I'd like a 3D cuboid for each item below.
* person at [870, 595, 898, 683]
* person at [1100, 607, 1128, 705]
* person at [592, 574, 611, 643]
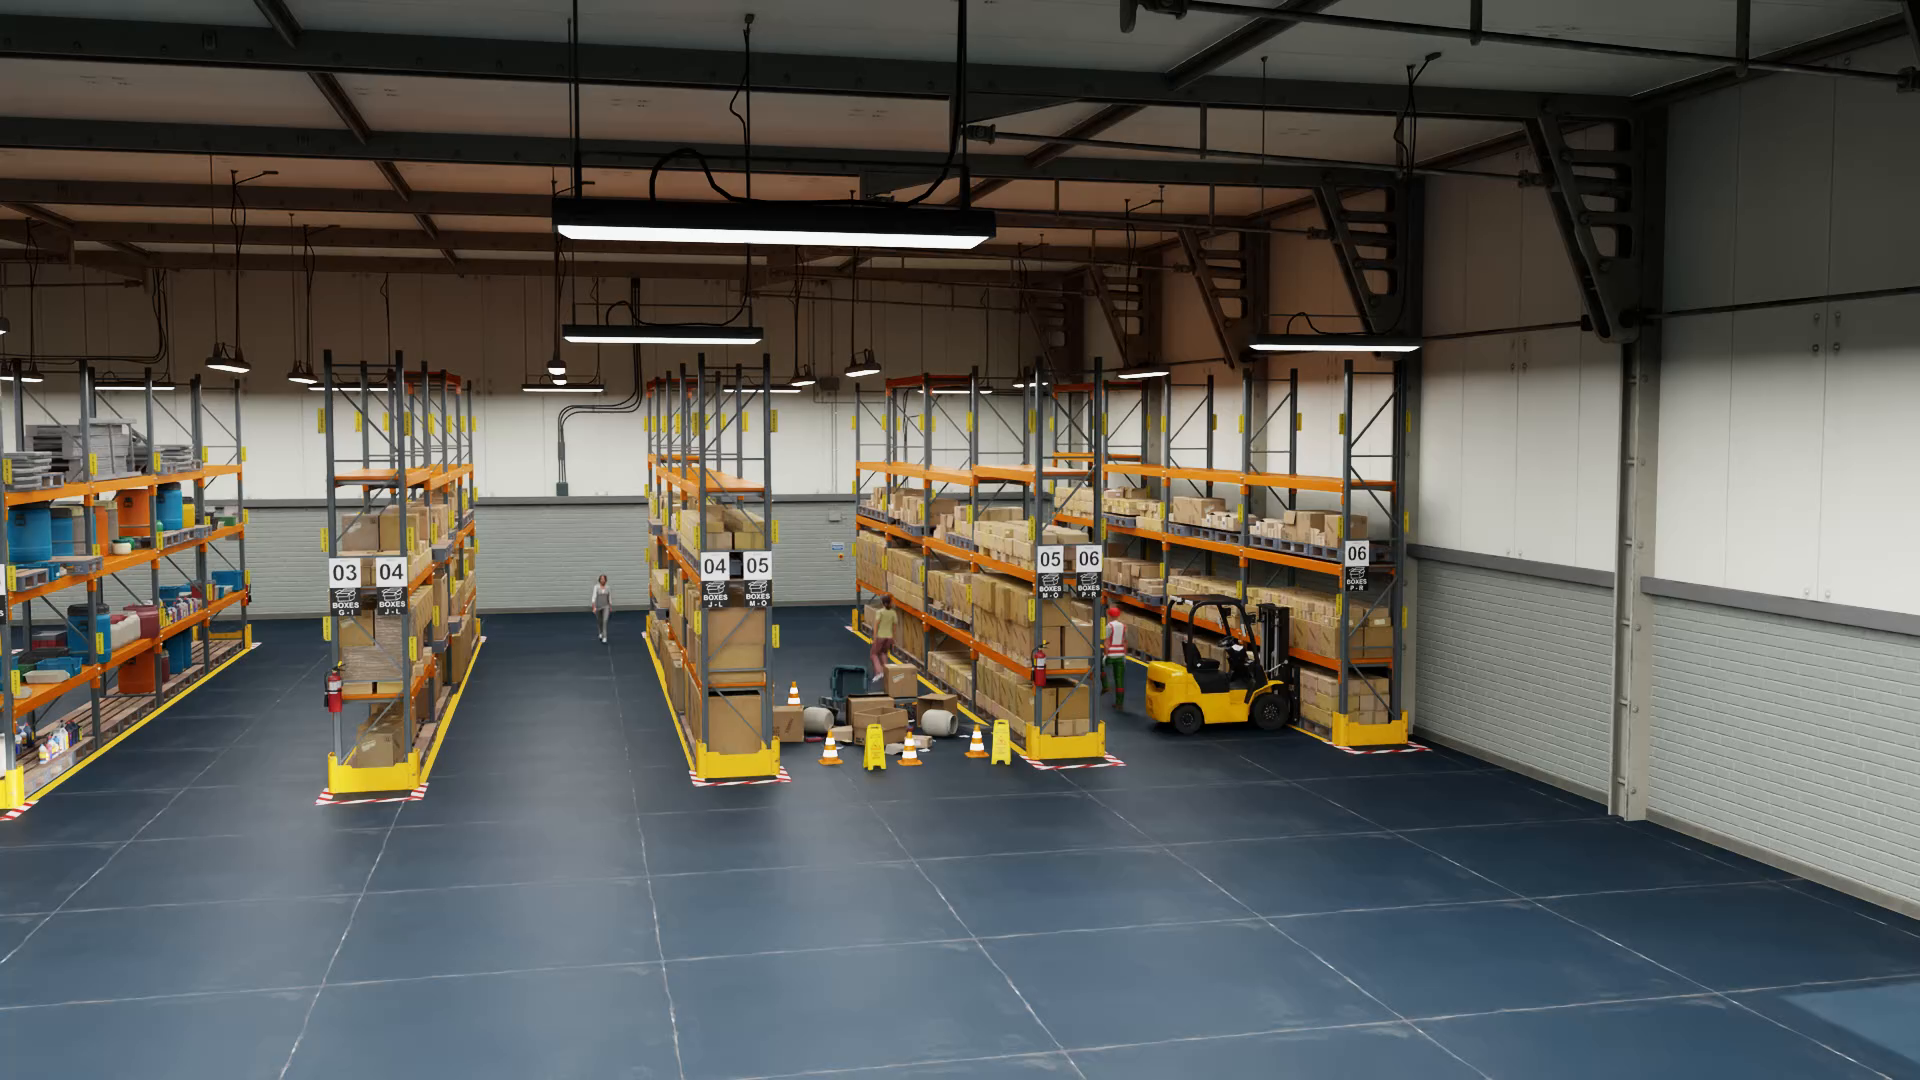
[{"bbox_3d":[-1.415,1.837,30.979,0.512,1.646,0.459,-1,4,-18],"label":"person"},{"bbox_3d":[2.699,2.028,29.343,0.557,1.704,0.700,-1,4,-19],"label":"person"},{"bbox_3d":[-8.246,1.557,38.251,0.422,1.533,0.998,-1,4,-8],"label":"person"}]
